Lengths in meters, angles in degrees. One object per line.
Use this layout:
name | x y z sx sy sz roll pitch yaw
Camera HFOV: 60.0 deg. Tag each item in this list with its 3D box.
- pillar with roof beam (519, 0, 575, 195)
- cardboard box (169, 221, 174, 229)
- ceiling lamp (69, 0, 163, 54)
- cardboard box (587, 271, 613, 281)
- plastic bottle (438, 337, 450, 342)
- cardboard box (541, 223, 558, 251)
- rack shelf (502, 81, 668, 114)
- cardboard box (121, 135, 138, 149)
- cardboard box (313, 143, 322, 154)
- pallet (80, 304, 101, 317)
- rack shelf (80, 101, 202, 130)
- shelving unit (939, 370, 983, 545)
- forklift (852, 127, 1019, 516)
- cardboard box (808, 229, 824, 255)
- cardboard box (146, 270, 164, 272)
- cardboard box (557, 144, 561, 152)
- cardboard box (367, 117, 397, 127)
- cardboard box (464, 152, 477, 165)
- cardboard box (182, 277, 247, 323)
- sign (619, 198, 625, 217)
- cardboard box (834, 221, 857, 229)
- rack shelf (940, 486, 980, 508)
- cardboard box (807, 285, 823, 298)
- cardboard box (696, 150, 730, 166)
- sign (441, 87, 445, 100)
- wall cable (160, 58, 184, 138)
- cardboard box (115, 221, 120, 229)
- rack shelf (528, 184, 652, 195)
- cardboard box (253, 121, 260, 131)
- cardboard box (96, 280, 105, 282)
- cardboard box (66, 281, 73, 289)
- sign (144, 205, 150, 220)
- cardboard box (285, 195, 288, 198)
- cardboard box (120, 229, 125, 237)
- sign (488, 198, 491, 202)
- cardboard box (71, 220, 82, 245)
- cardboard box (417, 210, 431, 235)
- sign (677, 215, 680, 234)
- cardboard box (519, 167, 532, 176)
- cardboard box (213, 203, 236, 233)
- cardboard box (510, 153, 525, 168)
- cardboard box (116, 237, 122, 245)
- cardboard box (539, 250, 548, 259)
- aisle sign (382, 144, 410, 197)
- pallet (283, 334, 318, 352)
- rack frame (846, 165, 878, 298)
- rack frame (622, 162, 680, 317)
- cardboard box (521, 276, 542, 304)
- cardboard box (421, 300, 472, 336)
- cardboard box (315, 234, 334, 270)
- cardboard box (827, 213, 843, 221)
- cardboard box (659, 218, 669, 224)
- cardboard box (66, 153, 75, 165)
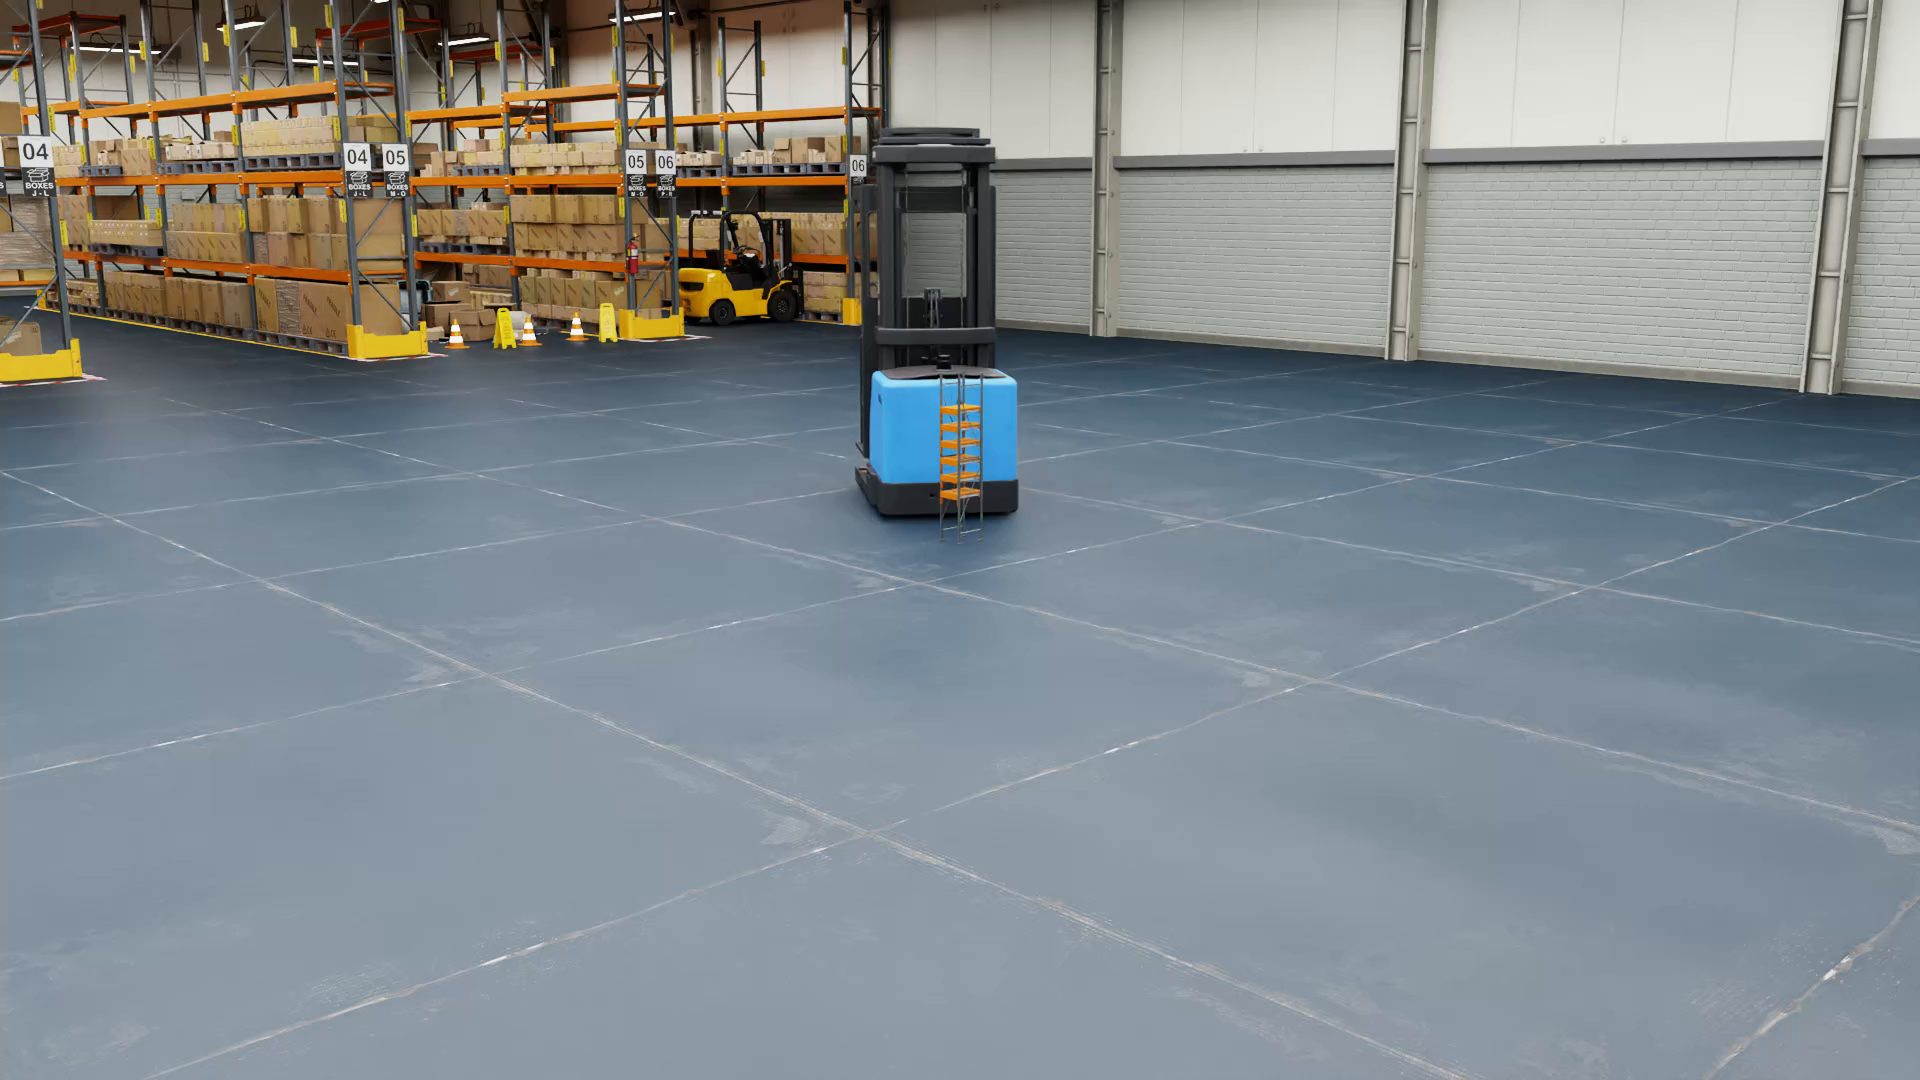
pillar with roof beam | -13.004 -10.045 38.368 9.100 9.000 0.548 -11 16 -43
cardboard box | -14.930 -6.043 31.916 0.380 0.149 0.250 -11 16 -43
ceiling lamp | -20.018 -13.222 39.323 2.000 3.185 0.800 -11 16 -43
cardboard box | -6.406 -4.705 29.621 0.380 0.149 0.250 -10 15 -41
plastic bottle | -8.792 -3.419 28.357 0.283 0.061 0.133 6 13 26
cardboard box | -7.321 -5.566 30.511 0.500 0.500 0.500 -11 16 -43
rack shelf | -6.743 -7.912 29.806 1.077 0.370 4.000 -11 16 -43
cardboard box | -15.767 -7.600 31.787 0.396 0.266 0.258 -11 16 -43
cardboard box | -9.698 -6.008 25.539 0.380 0.149 0.250 -11 16 -42
pallet | -17.649 -4.810 34.736 1.003 0.211 1.213 -11 16 -43
rack shelf | -15.778 -8.181 32.093 1.077 0.370 4.000 -11 16 -43
shelving unit | 0.010 -0.586 11.780 0.258 1.200 0.189 -11 16 -43
forklift | -0.293 -1.866 13.707 1.130 2.935 3.031 -2 12 -9
cardboard box | -2.656 -5.889 32.816 0.500 0.500 0.500 -10 15 -41
cardboard box | -16.117 -5.281 33.407 0.500 0.250 0.500 -10 15 -40
cardboard box | -7.009 -7.050 29.908 0.380 0.149 0.250 -10 16 -41
cardboard box | -8.872 -6.416 25.543 0.380 0.149 0.250 -11 16 -42
cardboard box | -9.330 -7.435 32.465 0.500 0.250 0.500 -11 16 -42
cardboard box | -13.435 -4.374 30.244 1.050 0.750 0.750 -11 16 -42
sign | -5.777 -5.684 28.412 0.100 0.325 0.005 -11 16 -43
cardboard box | -2.217 -6.107 32.262 0.380 0.149 0.250 -11 16 -42
rack shelf | 0.010 -0.307 11.838 0.258 0.103 0.180 -11 16 -43
cardboard box | -2.675 -4.934 32.962 0.500 0.250 0.500 -11 16 -43
cardboard box | -5.213 -8.064 35.117 0.500 0.311 0.500 11 16 43
sign | -13.216 -11.422 42.541 0.100 0.325 0.005 -11 16 -43
wall cable | -20.543 -11.100 43.489 0.463 3.000 0.029 -11 16 -43
cardboard box | -16.137 -6.108 32.231 0.380 0.149 0.250 -10 15 -41
rack shelf | -8.680 -8.305 39.135 1.077 0.370 4.000 -11 16 -43
cardboard box | -11.277 -6.732 27.078 0.380 0.149 0.250 -11 16 -43
cardboard box | -18.308 -5.494 35.696 0.380 0.149 0.250 -11 16 -42
cardboard box | -18.882 -5.454 35.501 0.380 0.149 0.250 -11 16 -42
sign | -16.760 -6.728 34.264 0.100 0.325 0.005 -11 16 -43
cardboard box | -15.481 -7.946 38.712 0.380 0.149 0.250 -11 16 -42
cardboard box | -15.960 -5.924 32.076 0.380 0.149 0.250 -10 16 -41
sign | -12.409 -8.860 43.828 0.100 0.325 0.005 -11 16 -43
cardboard box | -18.055 -6.385 34.483 0.500 0.500 0.500 11 16 44
cardboard box | -10.743 -6.506 34.031 0.500 0.500 0.500 11 16 44
sign | -4.970 -5.536 29.201 0.100 0.325 0.005 -11 16 -43
cardboard box | -7.948 -6.840 30.866 0.380 0.149 0.250 -11 16 -42
cardboard box | -12.687 -5.674 29.294 0.700 0.500 0.500 -11 16 -42
cardboard box | -8.018 -7.059 30.941 0.500 0.250 0.500 -11 16 -44
cardboard box | -16.143 -5.817 32.293 0.250 0.149 0.380 11 16 43
cardboard box | -7.576 -5.301 30.830 0.380 0.149 0.250 -10 15 -41
aisle sign | -8.606 -5.636 25.392 0.394 0.787 0.004 -11 16 -43
pallet | -10.319 -3.250 27.161 1.003 0.211 1.213 -11 16 -43
rack frame | -1.774 -5.728 32.282 1.000 3.000 0.127 -11 16 -43
rack frame | -5.362 -5.036 28.922 1.000 3.000 0.127 -11 16 -43
cardboard box | -7.912 -4.722 31.314 0.500 0.500 0.500 -10 15 -40
cardboard box | -9.058 -3.919 29.349 0.797 0.637 0.503 -11 16 -43
cardboard box | -9.557 -4.530 26.094 0.875 0.550 0.550 -11 16 -43
cardboard box | -2.367 -6.295 32.441 0.380 0.149 0.250 -11 16 -42
cardboard box | -6.393 -6.988 36.541 0.380 0.149 0.250 -10 16 -41
cardboard box | -18.013 -7.833 34.196 0.500 0.250 0.500 11 16 43
